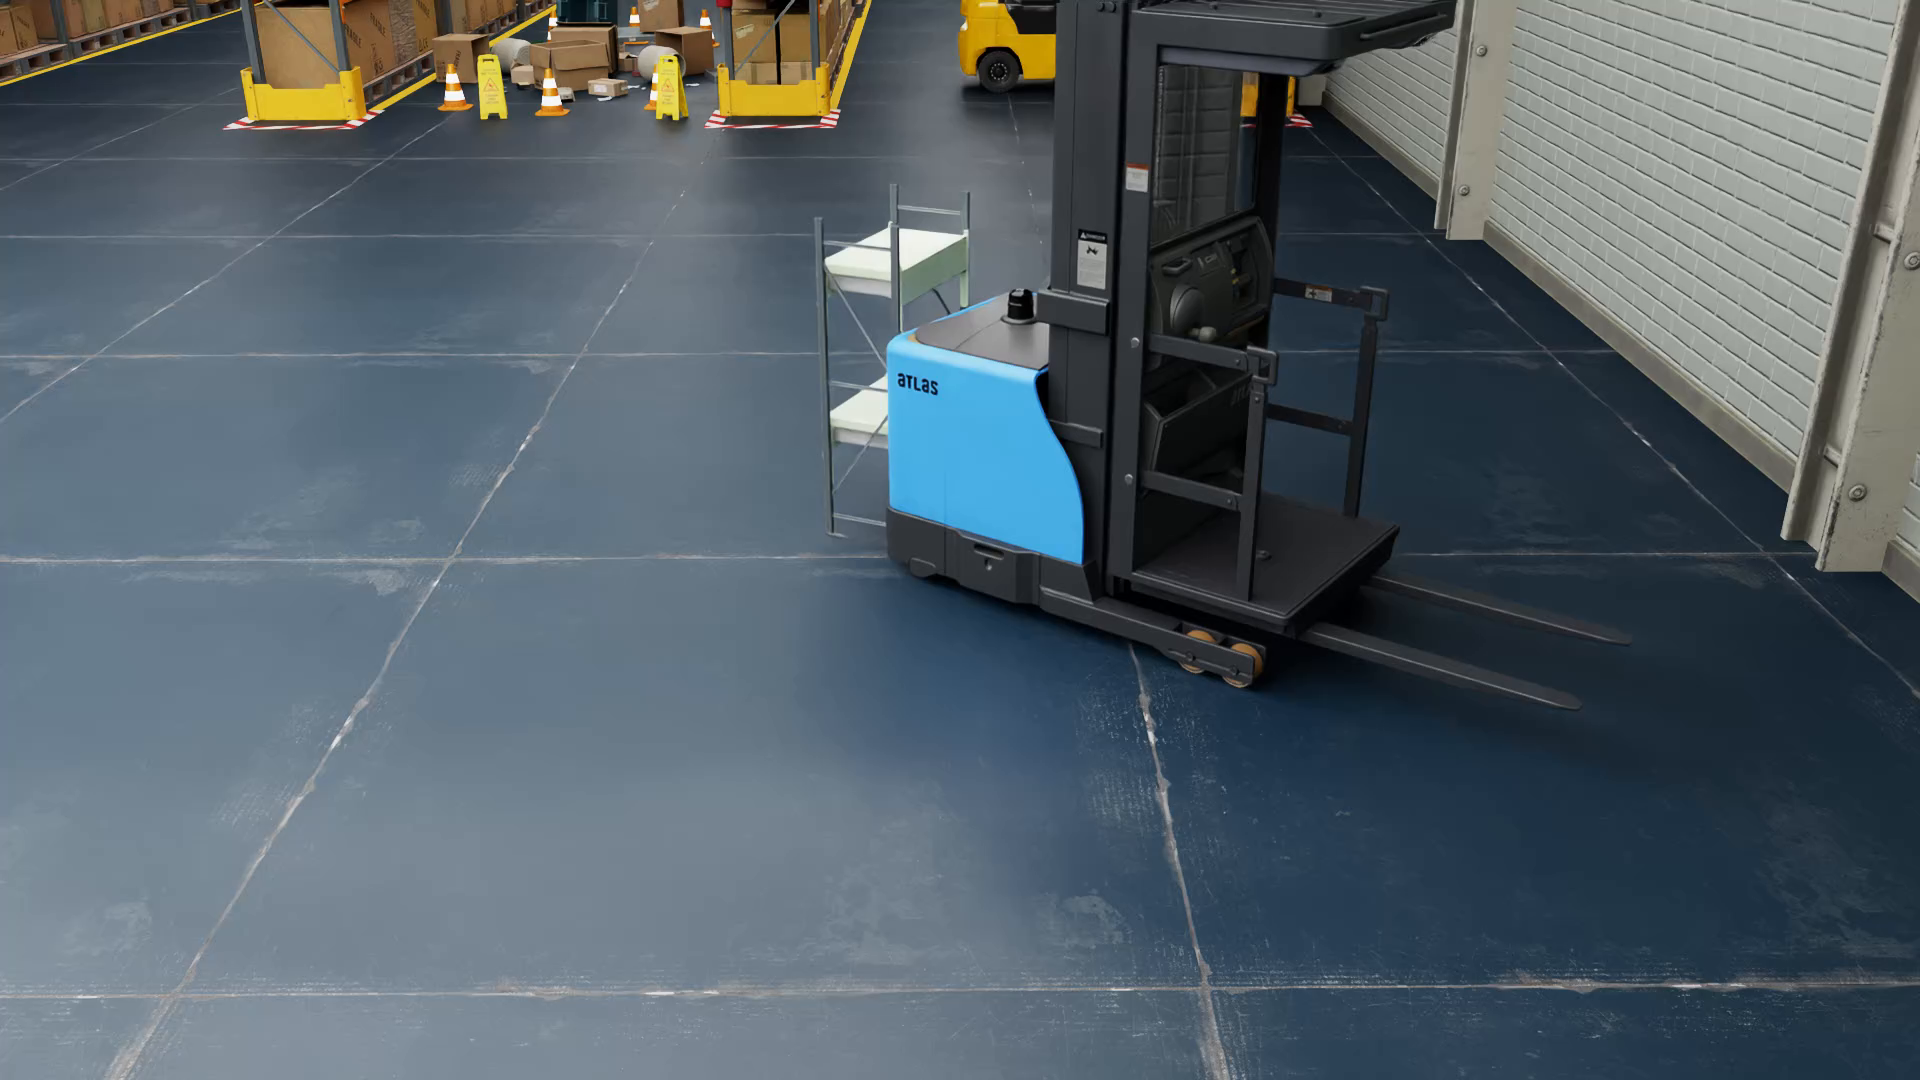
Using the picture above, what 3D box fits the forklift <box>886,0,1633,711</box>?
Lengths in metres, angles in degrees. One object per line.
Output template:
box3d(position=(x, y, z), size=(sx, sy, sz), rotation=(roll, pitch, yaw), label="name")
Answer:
box3d(position=(1.163, -1.010, 6.426), size=(3.031, 2.935, 1.130), rotation=(17, 29, 32), label="forklift")

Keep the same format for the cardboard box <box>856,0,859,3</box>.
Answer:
box3d(position=(-1.999, -8.743, 25.510), size=(0.875, 0.875, 0.875), rotation=(0, 24, -1), label="cardboard box")

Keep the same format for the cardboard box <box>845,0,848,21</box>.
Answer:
box3d(position=(-2.059, -7.380, 23.106), size=(0.950, 0.372, 0.625), rotation=(1, 24, 1), label="cardboard box")

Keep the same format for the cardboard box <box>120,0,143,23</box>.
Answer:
box3d(position=(-11.924, -7.514, 23.223), size=(0.700, 0.500, 0.500), rotation=(2, 24, 4), label="cardboard box")

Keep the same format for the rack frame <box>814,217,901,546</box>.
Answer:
box3d(position=(-0.443, -0.679, 7.431), size=(0.400, 1.500, 0.023), rotation=(11, 26, 22), label="rack frame")

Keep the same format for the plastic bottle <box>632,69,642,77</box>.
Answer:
box3d(position=(-3.892, -5.708, 20.296), size=(0.133, 0.061, 0.283), rotation=(4, 25, 9), label="plastic bottle")

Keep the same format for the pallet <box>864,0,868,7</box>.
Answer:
box3d(position=(-2.018, -8.791, 26.931), size=(1.003, 0.211, 1.213), rotation=(0, 24, -1), label="pallet")

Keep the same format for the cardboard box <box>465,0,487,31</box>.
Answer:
box3d(position=(-7.083, -7.342, 22.564), size=(1.050, 0.750, 0.750), rotation=(0, 24, -1), label="cardboard box")

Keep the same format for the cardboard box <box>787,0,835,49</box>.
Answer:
box3d(position=(-1.727, -5.984, 19.258), size=(0.500, 0.500, 0.500), rotation=(0, 24, 0), label="cardboard box")

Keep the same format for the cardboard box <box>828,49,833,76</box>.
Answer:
box3d(position=(-1.717, -5.421, 18.923), size=(0.500, 0.250, 0.500), rotation=(1, 24, 1), label="cardboard box")

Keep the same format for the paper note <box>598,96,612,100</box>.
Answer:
box3d(position=(-3.988, -4.966, 18.693), size=(0.148, 0.019, 0.142), rotation=(-9, 26, -19), label="paper note")

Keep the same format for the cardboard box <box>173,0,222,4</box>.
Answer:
box3d(position=(-11.970, -8.698, 25.410), size=(1.225, 0.875, 0.875), rotation=(-1, 24, -3), label="cardboard box")

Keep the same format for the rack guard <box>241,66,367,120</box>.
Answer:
box3d(position=(-6.935, -4.726, 17.592), size=(1.175, 0.500, 0.348), rotation=(0, 24, -1), label="rack guard")

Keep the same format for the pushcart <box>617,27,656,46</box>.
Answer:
box3d(position=(-4.310, -6.361, 21.357), size=(1.648, 0.377, 0.936), rotation=(-9, 26, -19), label="pushcart")

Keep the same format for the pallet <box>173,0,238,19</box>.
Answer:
box3d(position=(-11.917, -8.245, 25.724), size=(1.003, 0.211, 1.213), rotation=(0, 24, -1), label="pallet")

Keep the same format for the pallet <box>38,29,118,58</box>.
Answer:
box3d(position=(-11.950, -6.592, 22.070), size=(1.003, 0.211, 1.213), rotation=(0, 24, -1), label="pallet")

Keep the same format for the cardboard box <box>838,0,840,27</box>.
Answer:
box3d(position=(-1.756, -6.624, 20.674), size=(0.500, 0.500, 0.500), rotation=(-1, 24, -1), label="cardboard box")

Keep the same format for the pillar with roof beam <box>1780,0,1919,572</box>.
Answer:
box3d(position=(-0.304, -4.023, 5.724), size=(9.100, 9.000, 0.400), rotation=(0, 24, -1), label="pillar with roof beam")

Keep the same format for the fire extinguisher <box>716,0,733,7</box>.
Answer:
box3d(position=(-2.446, -5.854, 17.147), size=(0.296, 0.674, 0.183), rotation=(0, 24, -1), label="fire extinguisher")

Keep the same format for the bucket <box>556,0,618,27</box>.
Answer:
box3d(position=(-4.672, -6.678, 21.003), size=(0.726, 0.611, 0.620), rotation=(8, 16, 18), label="bucket")

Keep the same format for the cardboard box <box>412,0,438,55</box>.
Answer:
box3d(position=(-7.042, -6.487, 20.521), size=(0.875, 0.875, 0.875), rotation=(0, 24, 0), label="cardboard box")

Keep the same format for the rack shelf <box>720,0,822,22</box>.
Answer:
box3d(position=(-2.009, -6.435, 19.210), size=(1.077, 0.370, 4.000), rotation=(0, 24, -1), label="rack shelf")

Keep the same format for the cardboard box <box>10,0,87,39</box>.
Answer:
box3d(position=(-11.925, -6.857, 21.770), size=(0.700, 0.500, 0.500), rotation=(-2, 24, -5), label="cardboard box")

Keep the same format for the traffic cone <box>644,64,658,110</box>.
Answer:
box3d(position=(-3.282, -4.954, 18.142), size=(0.336, 0.463, 0.334), rotation=(0, 24, -1), label="traffic cone")

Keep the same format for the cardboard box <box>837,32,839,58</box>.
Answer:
box3d(position=(-1.740, -6.063, 20.343), size=(0.500, 0.250, 0.500), rotation=(-1, 24, -2), label="cardboard box")

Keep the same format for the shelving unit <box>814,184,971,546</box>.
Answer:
box3d(position=(-0.293, -0.816, 7.735), size=(0.431, 1.500, 0.755), rotation=(11, 26, 22), label="shelving unit")

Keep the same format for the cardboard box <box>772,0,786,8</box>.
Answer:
box3d(position=(-2.264, -5.971, 19.228), size=(0.500, 0.500, 0.500), rotation=(-1, 24, -2), label="cardboard box")

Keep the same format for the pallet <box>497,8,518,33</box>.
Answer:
box3d(position=(-7.090, -7.575, 24.243), size=(1.003, 0.211, 1.213), rotation=(0, 24, -1), label="pallet")

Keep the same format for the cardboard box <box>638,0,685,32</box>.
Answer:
box3d(position=(-3.810, -6.772, 21.198), size=(0.500, 0.500, 0.500), rotation=(0, 24, -1), label="cardboard box")

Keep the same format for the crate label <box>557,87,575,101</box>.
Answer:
box3d(position=(-4.458, -4.984, 18.604), size=(0.250, 0.136, 0.298), rotation=(-14, 28, -28), label="crate label")

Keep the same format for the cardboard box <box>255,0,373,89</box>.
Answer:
box3d(position=(-7.009, -5.377, 18.067), size=(0.875, 0.875, 0.875), rotation=(0, 24, 0), label="cardboard box")

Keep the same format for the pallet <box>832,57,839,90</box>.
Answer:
box3d(position=(-1.972, -5.536, 19.733), size=(1.003, 0.211, 1.213), rotation=(0, 24, -1), label="pallet")

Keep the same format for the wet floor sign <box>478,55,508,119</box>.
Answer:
box3d(position=(-4.955, -4.799, 17.577), size=(0.267, 0.644, 0.232), rotation=(-4, 25, -10), label="wet floor sign")

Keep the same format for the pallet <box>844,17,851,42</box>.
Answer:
box3d(position=(-2.057, -7.141, 23.283), size=(1.003, 0.211, 1.213), rotation=(0, 24, -1), label="pallet")

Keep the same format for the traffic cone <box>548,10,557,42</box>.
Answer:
box3d(position=(-5.484, -6.926, 22.503), size=(0.336, 0.463, 0.334), rotation=(0, 24, -1), label="traffic cone")

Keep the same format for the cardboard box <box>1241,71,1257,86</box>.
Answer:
box3d(position=(3.167, -5.104, 18.222), size=(0.500, 0.250, 0.500), rotation=(0, 24, 0), label="cardboard box")

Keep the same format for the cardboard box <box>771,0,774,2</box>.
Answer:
box3d(position=(-2.328, -6.206, 18.962), size=(0.380, 0.149, 0.250), rotation=(1, 24, 2), label="cardboard box")

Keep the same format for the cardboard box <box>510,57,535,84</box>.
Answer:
box3d(position=(-5.119, -5.577, 19.759), size=(0.396, 0.266, 0.258), rotation=(4, 25, 9), label="cardboard box")

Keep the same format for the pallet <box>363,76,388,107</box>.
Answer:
box3d(position=(-7.022, -4.933, 18.401), size=(1.003, 0.211, 1.213), rotation=(0, 24, -1), label="pallet")

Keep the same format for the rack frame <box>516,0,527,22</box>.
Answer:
box3d(position=(-7.023, -9.171, 24.387), size=(1.000, 3.000, 0.127), rotation=(0, 24, -1), label="rack frame")
